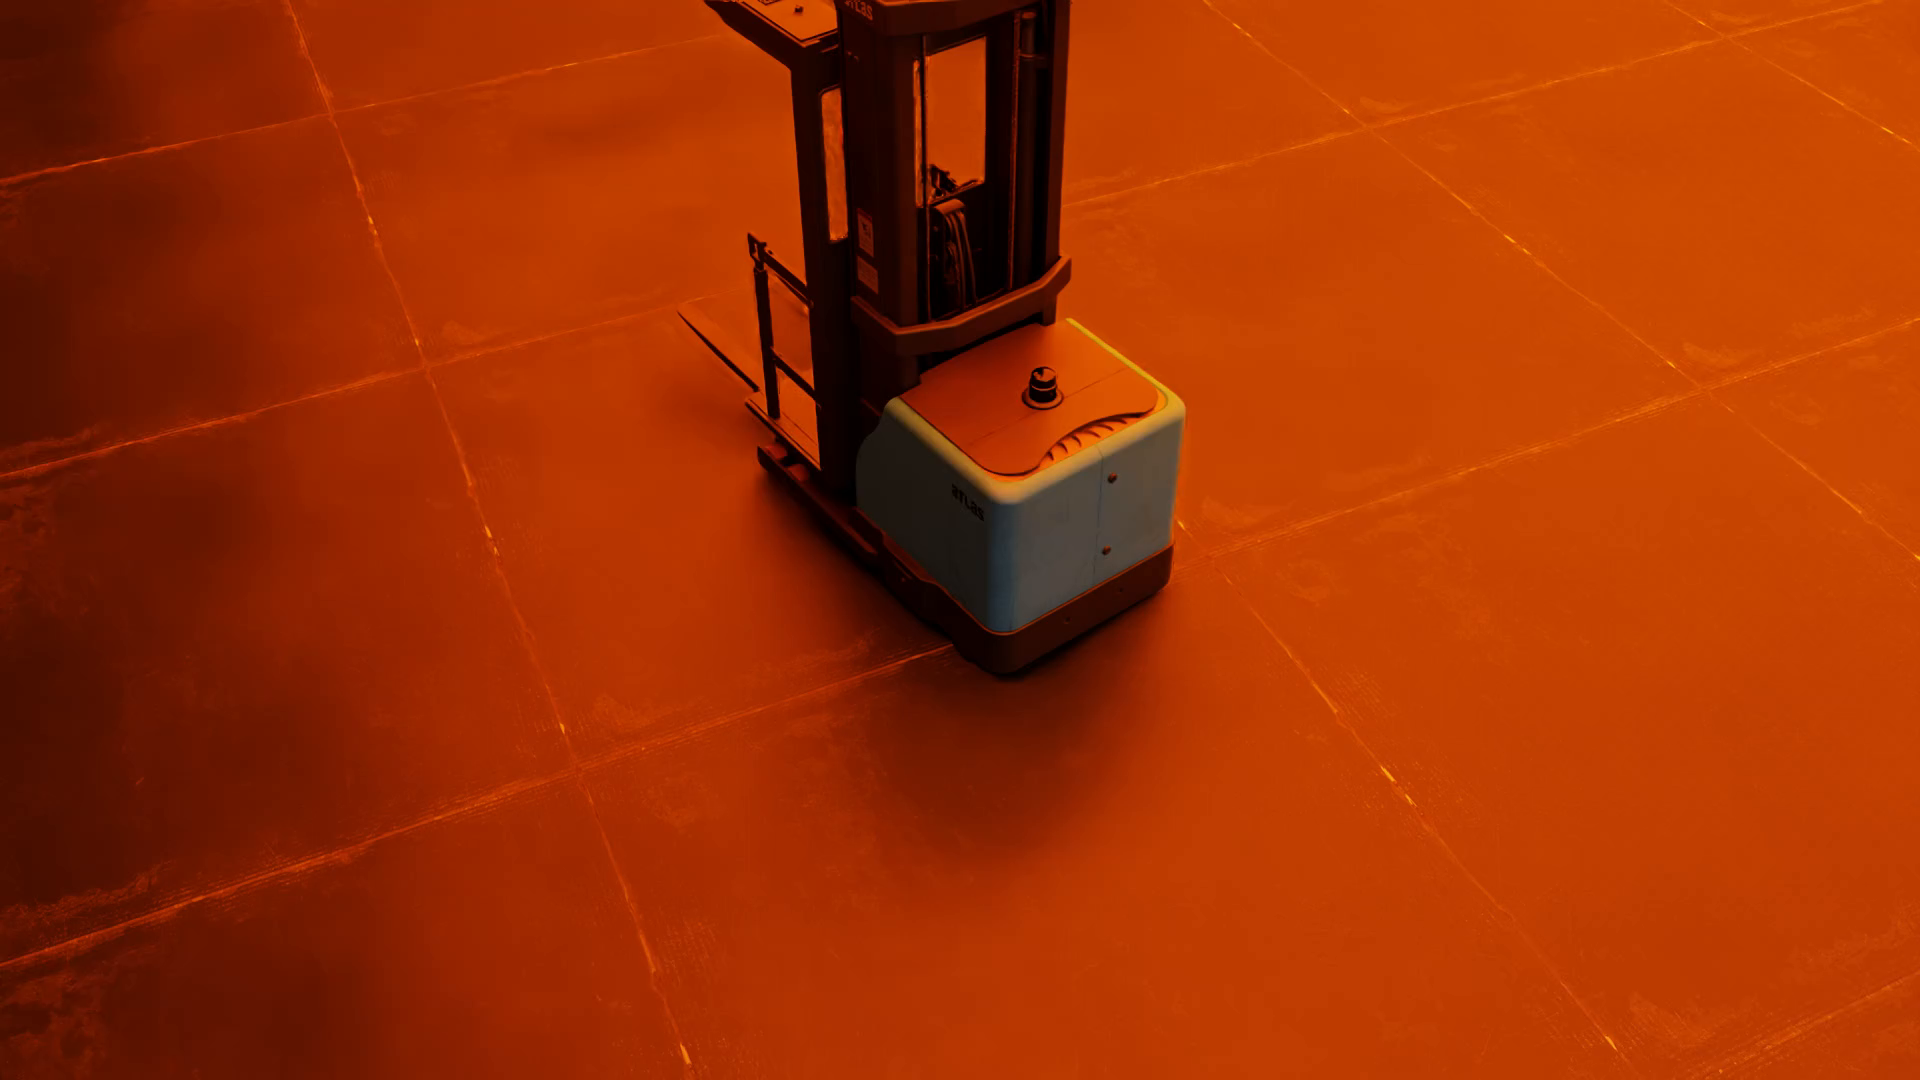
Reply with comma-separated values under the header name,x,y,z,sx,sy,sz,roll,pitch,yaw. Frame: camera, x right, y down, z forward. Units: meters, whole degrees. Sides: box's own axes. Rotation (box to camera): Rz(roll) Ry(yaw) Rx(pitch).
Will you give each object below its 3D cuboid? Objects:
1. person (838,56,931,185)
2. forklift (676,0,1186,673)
name,x,y,z,sx,sy,sz,roll,pitch,yaw
person,-0.433,-2.337,9.175,0.616,1.617,0.655,-11,44,-12
forklift,-0.331,-1.459,7.243,1.130,2.935,3.031,-27,49,-26
